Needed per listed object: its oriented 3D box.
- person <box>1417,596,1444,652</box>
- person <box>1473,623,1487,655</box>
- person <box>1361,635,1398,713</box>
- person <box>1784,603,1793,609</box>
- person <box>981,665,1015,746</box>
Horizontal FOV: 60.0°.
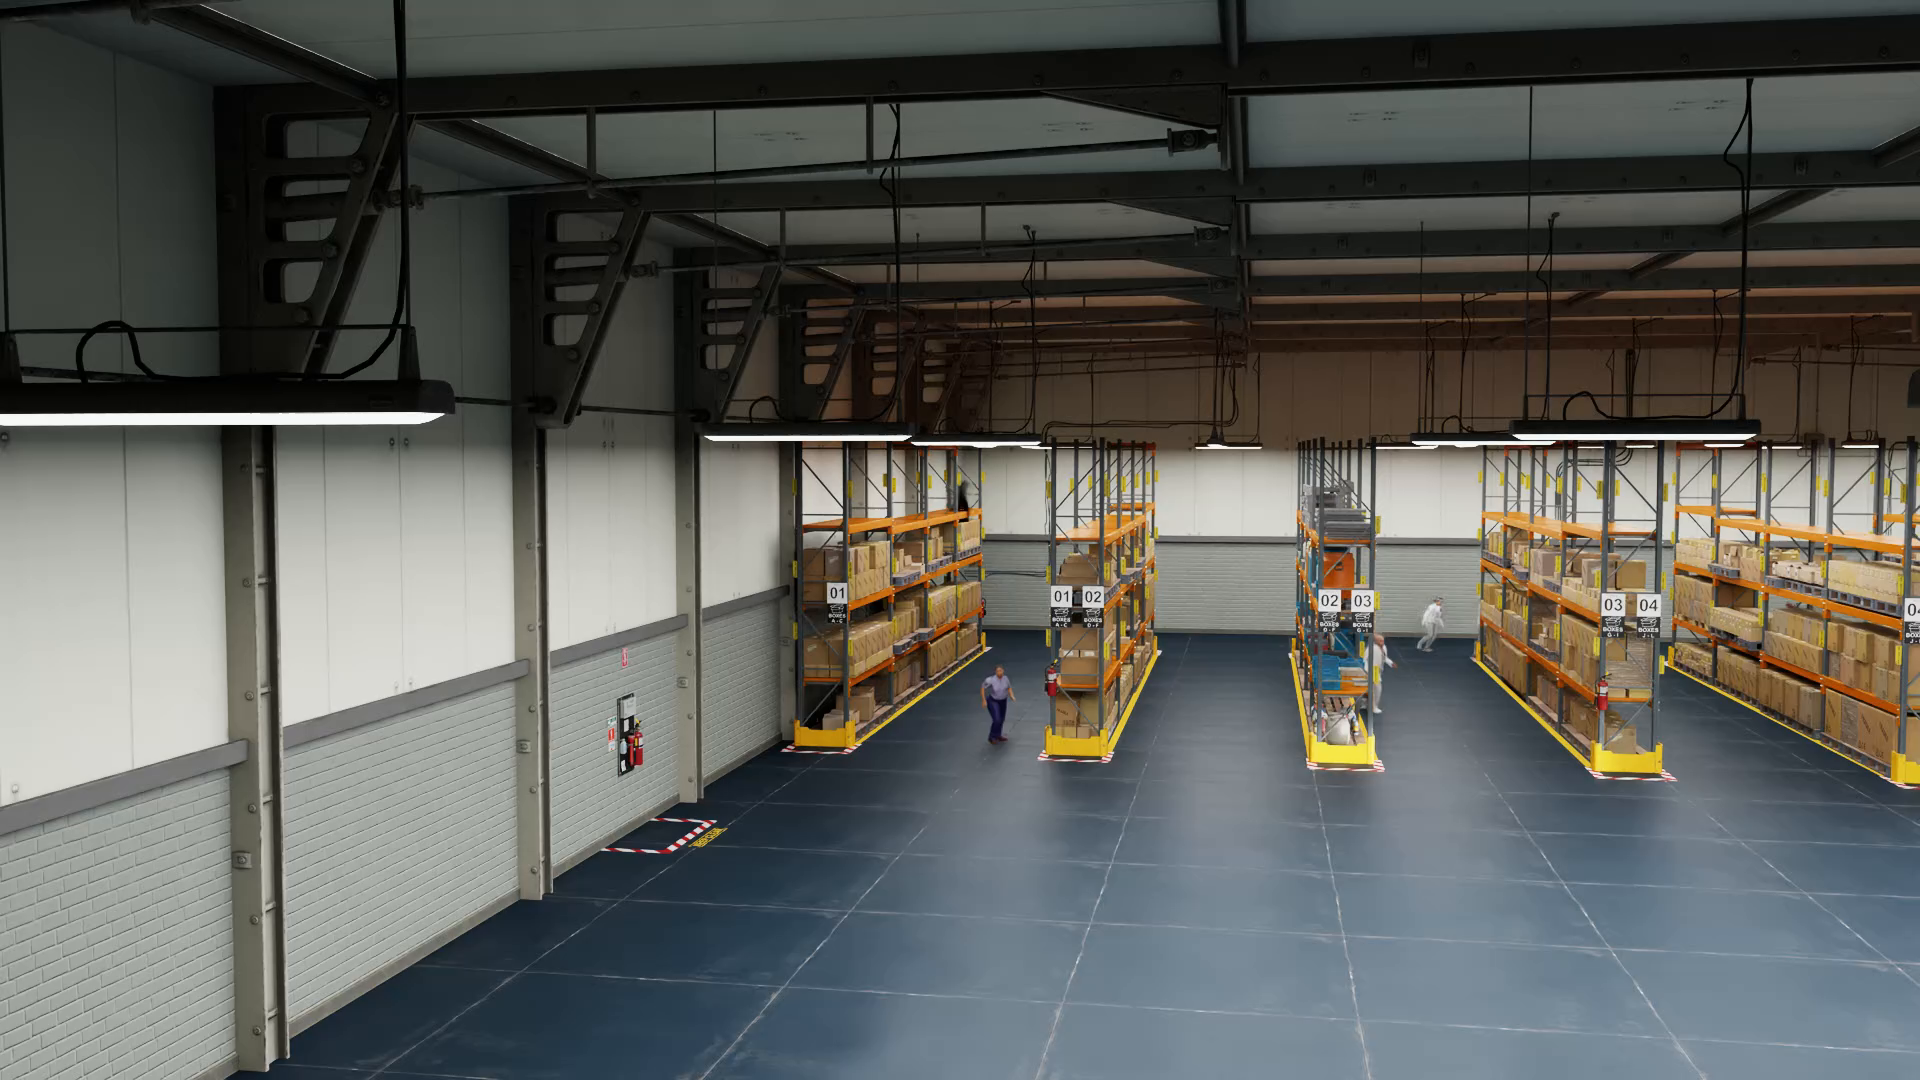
[{"bbox_3d":[13.488,2.403,47.614,0.706,1.586,0.603,-2,4,-38],"label":"person"},{"bbox_3d":[14.798,2.396,46.496,0.627,1.743,0.849,-3,4,-44],"label":"person"},{"bbox_3d":[9.201,2.933,36.637,0.881,1.723,0.764,3,4,41],"label":"person"},{"bbox_3d":[22.609,2.527,45.321,0.802,1.617,0.534,1,3,11],"label":"person"},{"bbox_3d":[0.749,3.239,32.610,0.591,1.629,0.758,-2,4,-38],"label":"person"}]
